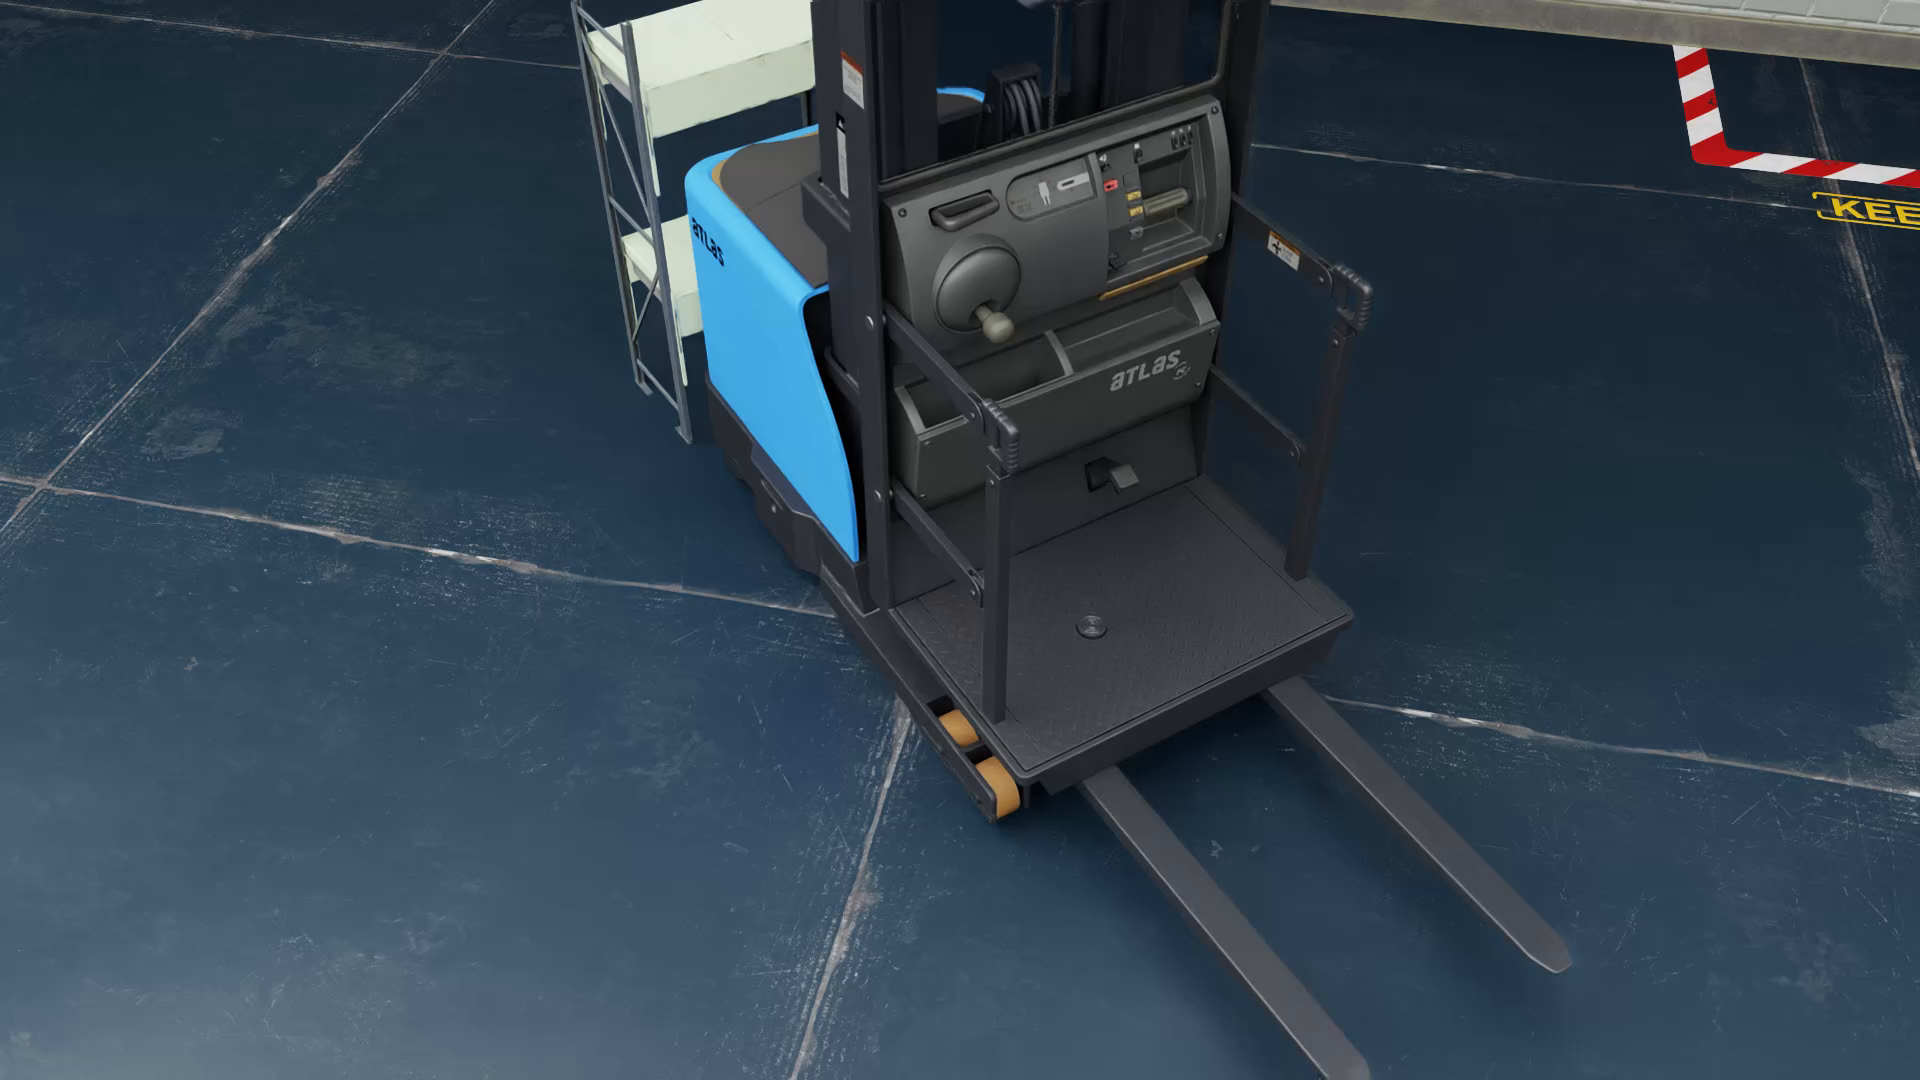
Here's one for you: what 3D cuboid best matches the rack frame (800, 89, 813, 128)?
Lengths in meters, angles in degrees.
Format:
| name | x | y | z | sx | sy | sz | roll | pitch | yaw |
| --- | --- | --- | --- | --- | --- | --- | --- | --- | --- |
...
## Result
| name | x | y | z | sx | sy | sz | roll | pitch | yaw |
| --- | --- | --- | --- | --- | --- | --- | --- | --- | --- |
| rack frame | -0.409 | -1.266 | 5.484 | 0.023 | 1.500 | 0.400 | -25 | 49 | -24 |

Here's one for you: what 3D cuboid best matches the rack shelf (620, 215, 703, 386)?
| name | x | y | z | sx | sy | sz | roll | pitch | yaw |
| --- | --- | --- | --- | --- | --- | --- | --- | --- | --- |
| rack shelf | -0.713 | -0.891 | 5.564 | 0.720 | 0.370 | 0.431 | -25 | 49 | -24 |

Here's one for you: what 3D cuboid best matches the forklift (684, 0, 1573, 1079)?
| name | x | y | z | sx | sy | sz | roll | pitch | yaw |
| --- | --- | --- | --- | --- | --- | --- | --- | --- | --- |
| forklift | 0.371 | -0.681 | 3.844 | 1.130 | 2.935 | 3.031 | -23 | 48 | -22 |

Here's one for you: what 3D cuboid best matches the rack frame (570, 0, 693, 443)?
| name | x | y | z | sx | sy | sz | roll | pitch | yaw |
| --- | --- | --- | --- | --- | --- | --- | --- | --- | --- |
| rack frame | -1.018 | -0.985 | 5.192 | 0.023 | 1.500 | 0.400 | -25 | 49 | -24 |

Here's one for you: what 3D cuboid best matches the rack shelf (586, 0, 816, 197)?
| name | x | y | z | sx | sy | sz | roll | pitch | yaw |
| --- | --- | --- | --- | --- | --- | --- | --- | --- | --- |
| rack shelf | -0.713 | -1.407 | 5.067 | 0.720 | 0.370 | 0.431 | -25 | 49 | -24 |

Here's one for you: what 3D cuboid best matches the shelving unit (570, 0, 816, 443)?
| name | x | y | z | sx | sy | sz | roll | pitch | yaw |
| --- | --- | --- | --- | --- | --- | --- | --- | --- | --- |
| shelving unit | -0.713 | -1.125 | 5.338 | 0.755 | 1.500 | 0.431 | -25 | 49 | -24 |
